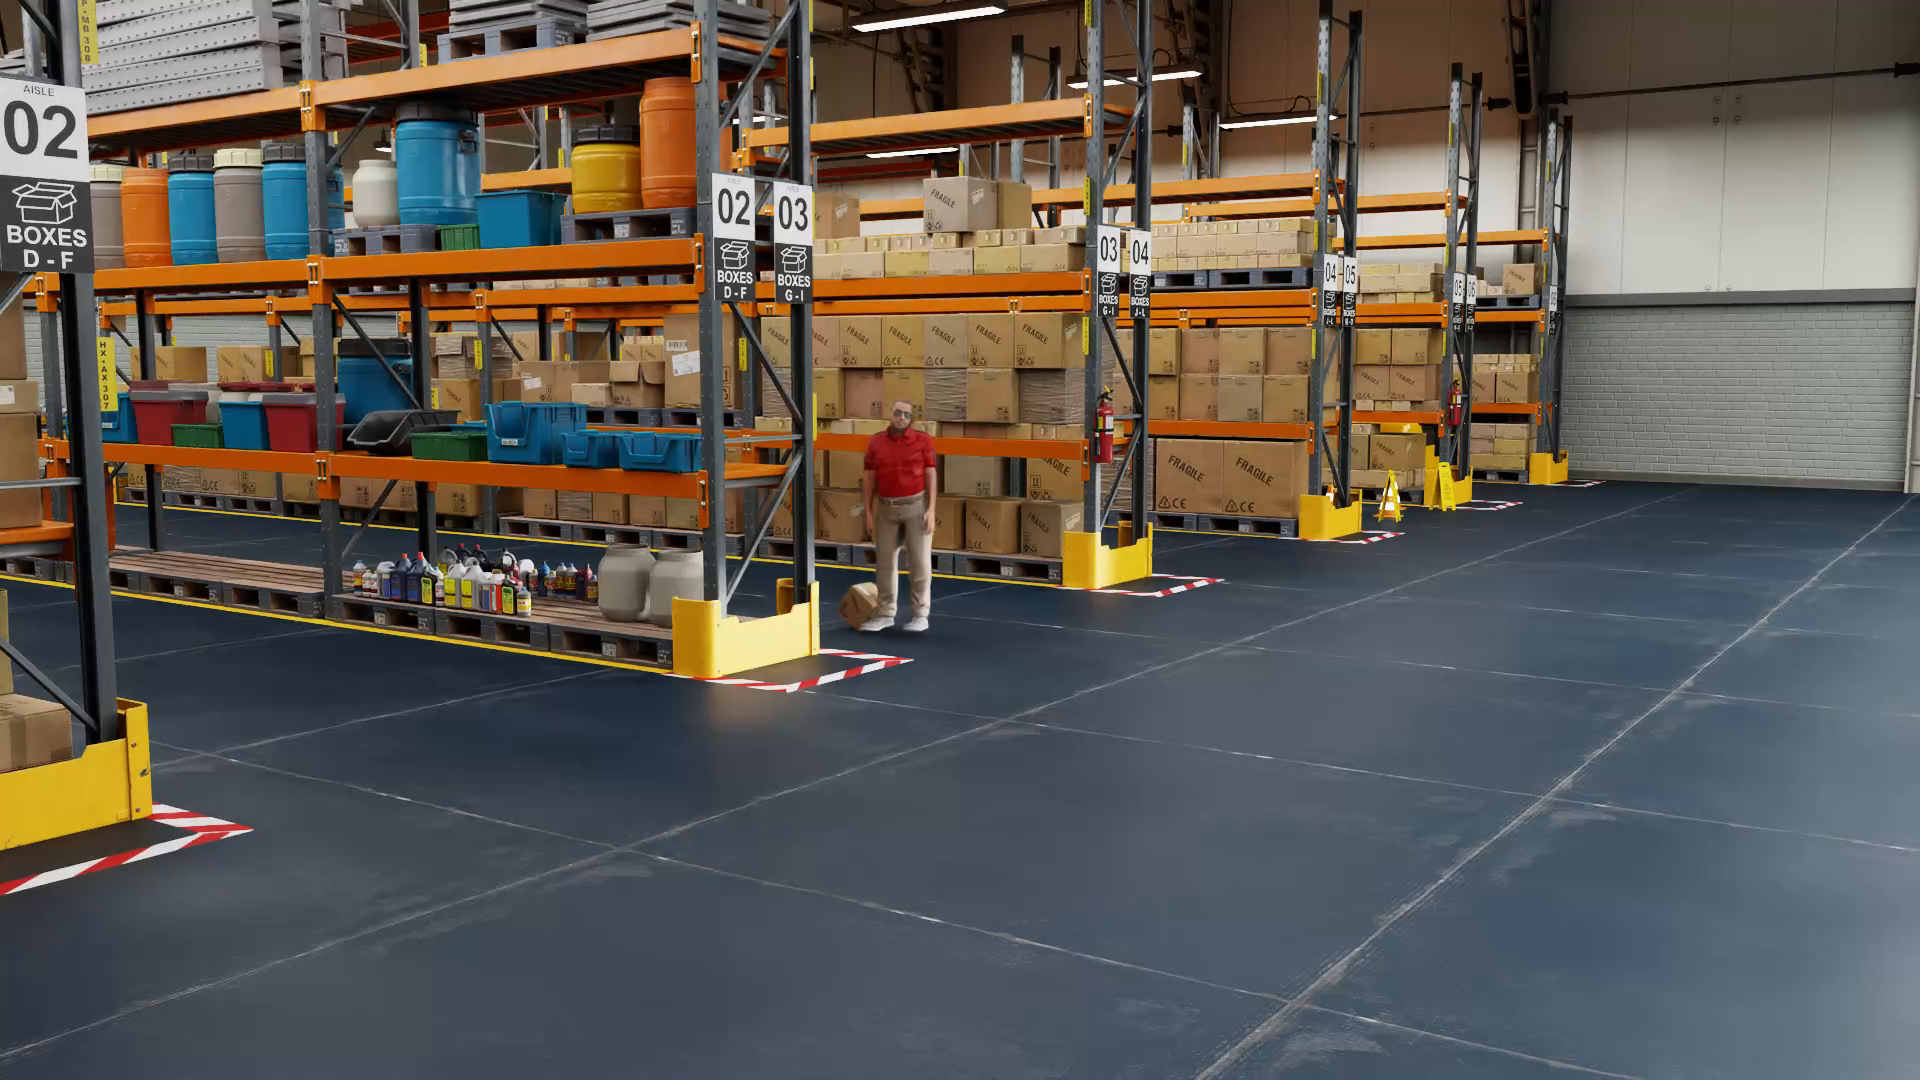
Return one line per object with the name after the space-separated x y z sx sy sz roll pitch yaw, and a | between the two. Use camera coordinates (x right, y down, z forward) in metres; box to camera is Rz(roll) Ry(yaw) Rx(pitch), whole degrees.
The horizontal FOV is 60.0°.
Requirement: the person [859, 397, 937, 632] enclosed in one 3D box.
-0.466 -0.180 12.265 0.583 1.738 0.481 1 6 12 | person
